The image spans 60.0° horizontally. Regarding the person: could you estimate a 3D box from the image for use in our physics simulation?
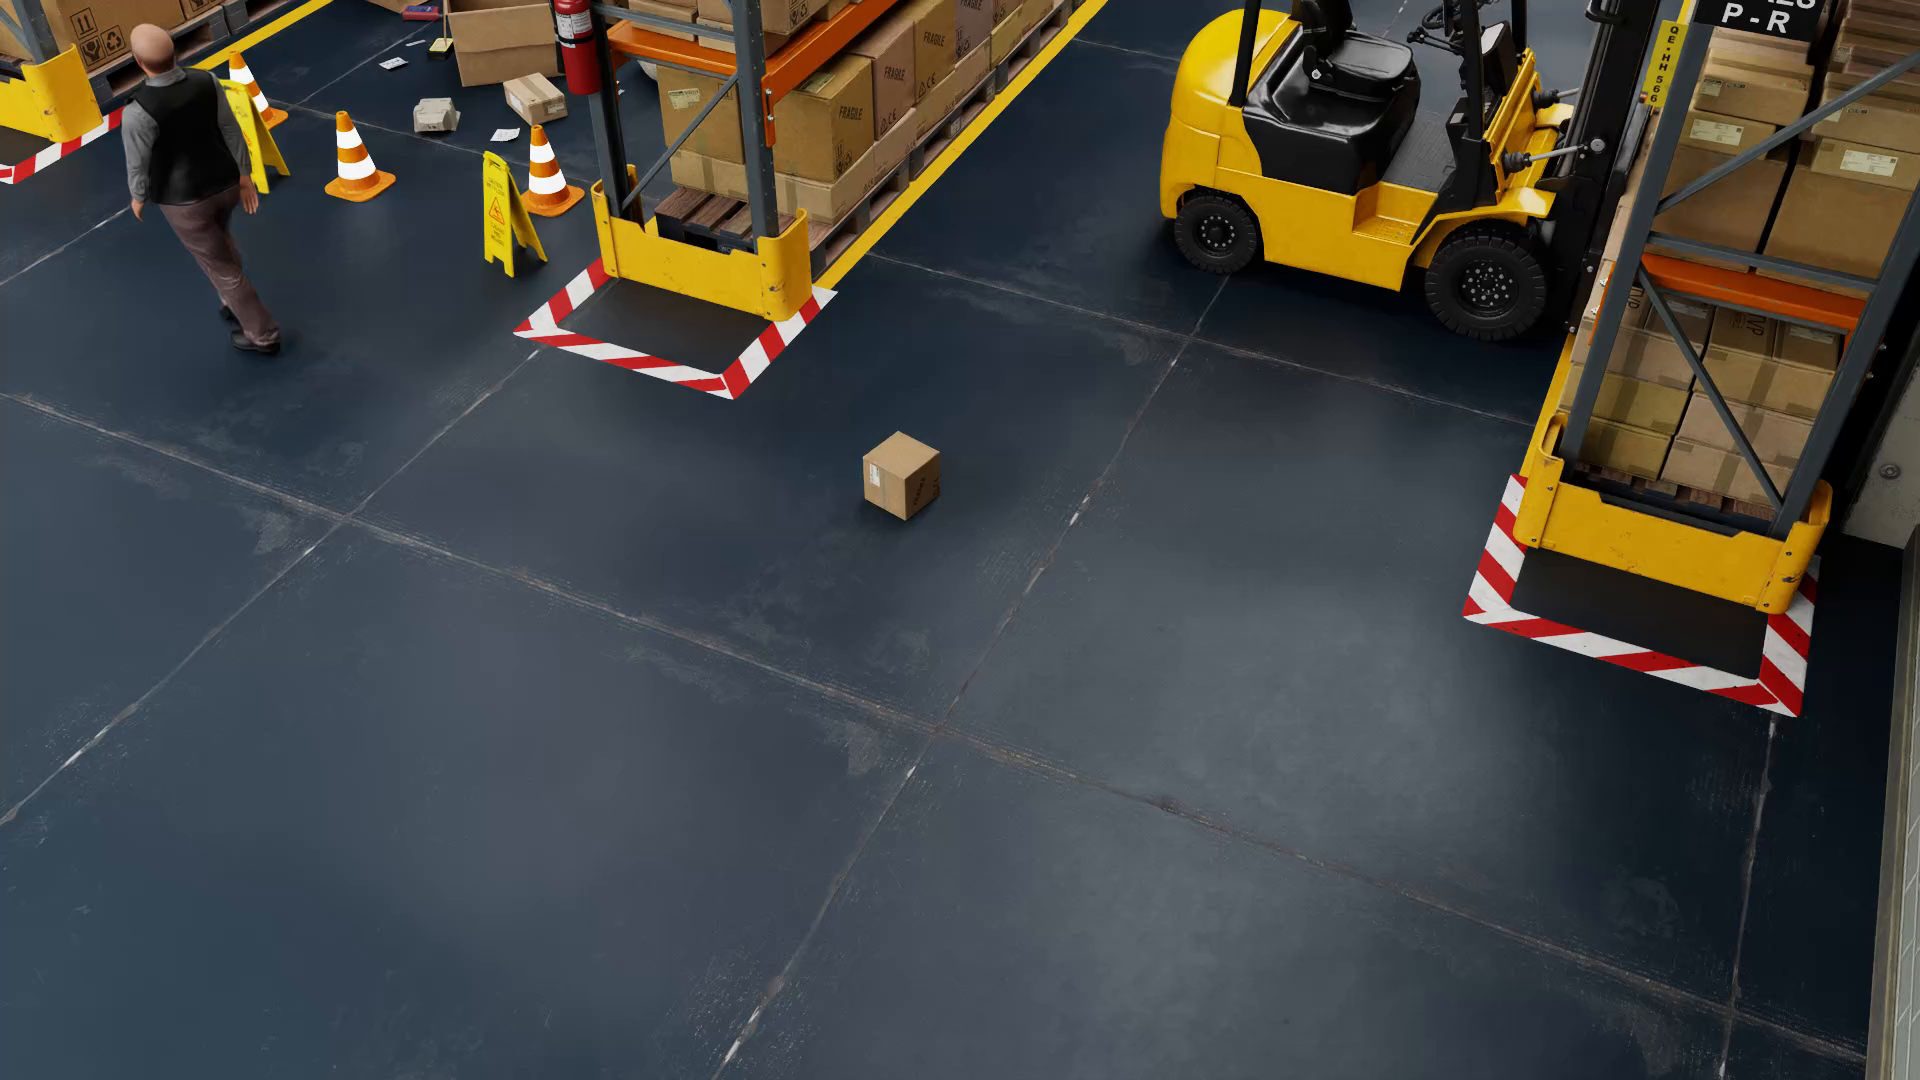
[{"bbox_3d":[-3.733,-1.666,8.074,0.646,1.781,0.538,20,46,21],"label":"person"}]
